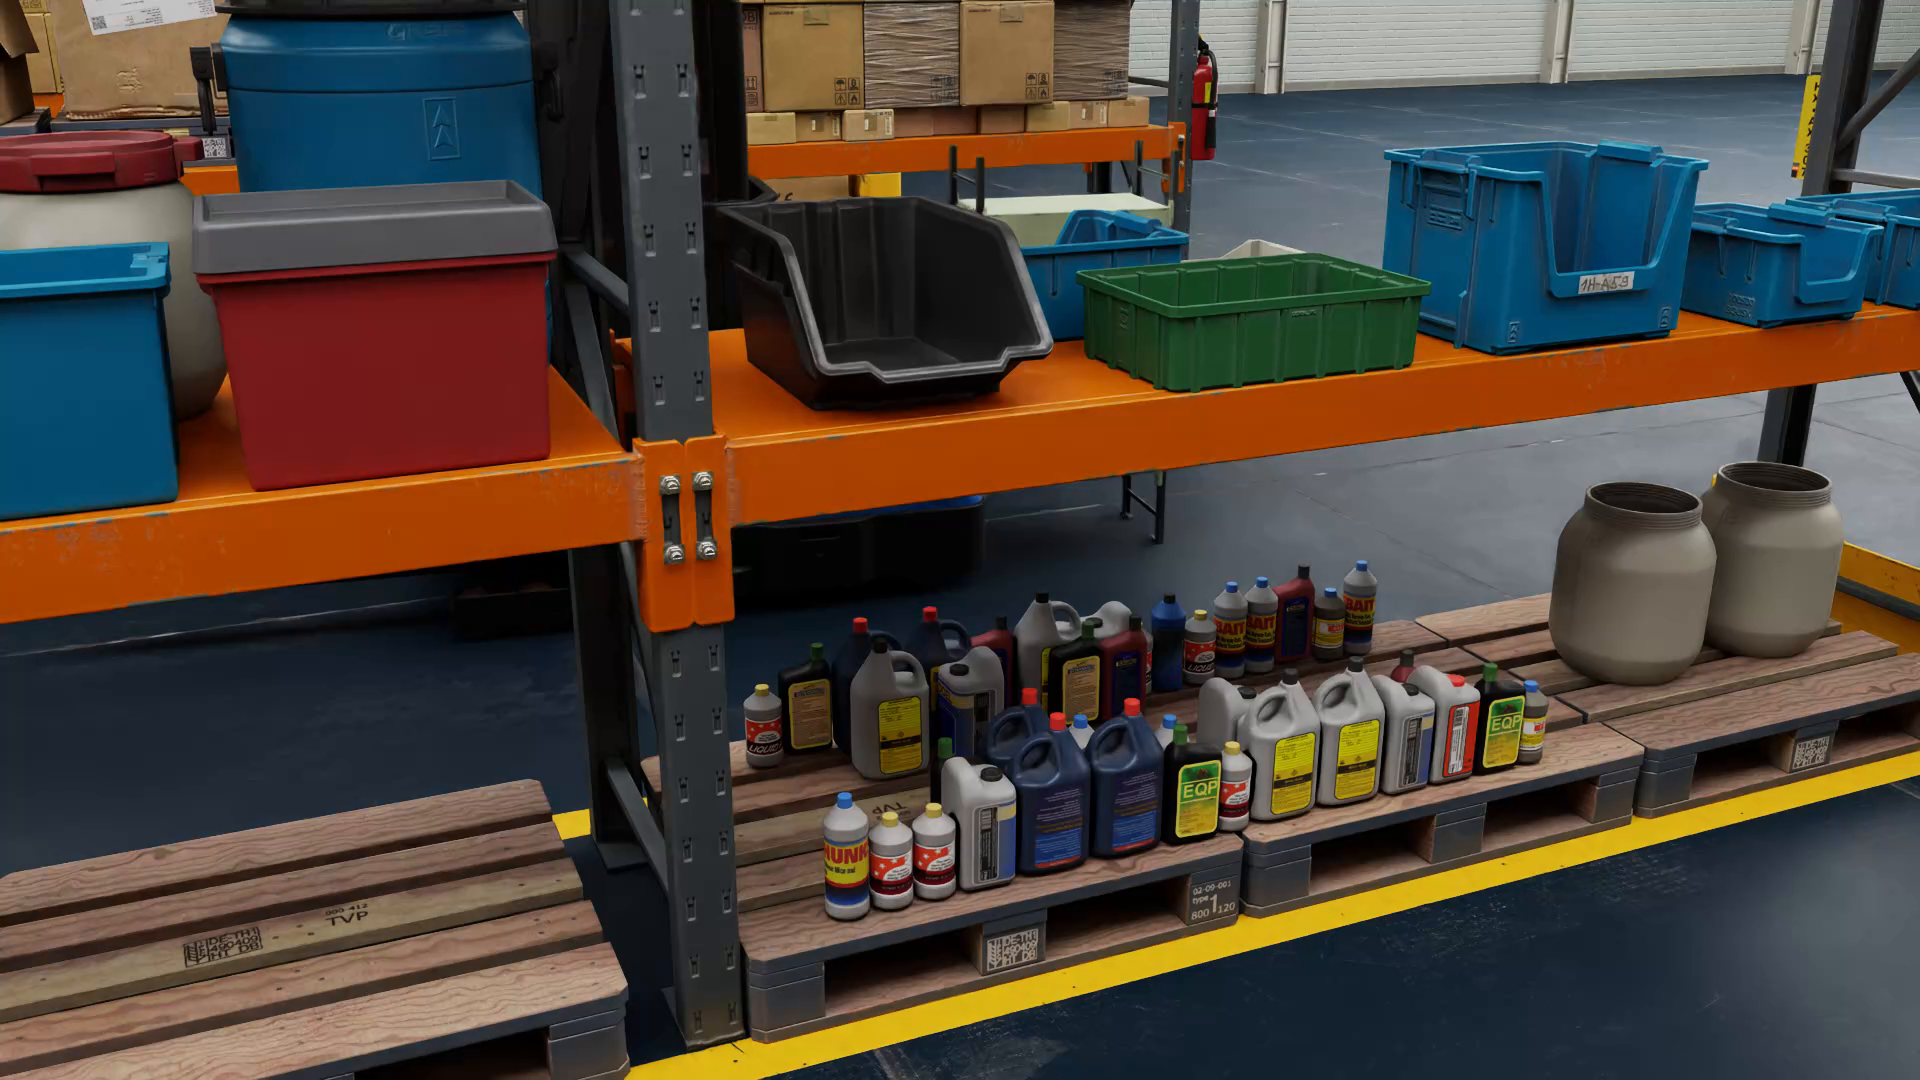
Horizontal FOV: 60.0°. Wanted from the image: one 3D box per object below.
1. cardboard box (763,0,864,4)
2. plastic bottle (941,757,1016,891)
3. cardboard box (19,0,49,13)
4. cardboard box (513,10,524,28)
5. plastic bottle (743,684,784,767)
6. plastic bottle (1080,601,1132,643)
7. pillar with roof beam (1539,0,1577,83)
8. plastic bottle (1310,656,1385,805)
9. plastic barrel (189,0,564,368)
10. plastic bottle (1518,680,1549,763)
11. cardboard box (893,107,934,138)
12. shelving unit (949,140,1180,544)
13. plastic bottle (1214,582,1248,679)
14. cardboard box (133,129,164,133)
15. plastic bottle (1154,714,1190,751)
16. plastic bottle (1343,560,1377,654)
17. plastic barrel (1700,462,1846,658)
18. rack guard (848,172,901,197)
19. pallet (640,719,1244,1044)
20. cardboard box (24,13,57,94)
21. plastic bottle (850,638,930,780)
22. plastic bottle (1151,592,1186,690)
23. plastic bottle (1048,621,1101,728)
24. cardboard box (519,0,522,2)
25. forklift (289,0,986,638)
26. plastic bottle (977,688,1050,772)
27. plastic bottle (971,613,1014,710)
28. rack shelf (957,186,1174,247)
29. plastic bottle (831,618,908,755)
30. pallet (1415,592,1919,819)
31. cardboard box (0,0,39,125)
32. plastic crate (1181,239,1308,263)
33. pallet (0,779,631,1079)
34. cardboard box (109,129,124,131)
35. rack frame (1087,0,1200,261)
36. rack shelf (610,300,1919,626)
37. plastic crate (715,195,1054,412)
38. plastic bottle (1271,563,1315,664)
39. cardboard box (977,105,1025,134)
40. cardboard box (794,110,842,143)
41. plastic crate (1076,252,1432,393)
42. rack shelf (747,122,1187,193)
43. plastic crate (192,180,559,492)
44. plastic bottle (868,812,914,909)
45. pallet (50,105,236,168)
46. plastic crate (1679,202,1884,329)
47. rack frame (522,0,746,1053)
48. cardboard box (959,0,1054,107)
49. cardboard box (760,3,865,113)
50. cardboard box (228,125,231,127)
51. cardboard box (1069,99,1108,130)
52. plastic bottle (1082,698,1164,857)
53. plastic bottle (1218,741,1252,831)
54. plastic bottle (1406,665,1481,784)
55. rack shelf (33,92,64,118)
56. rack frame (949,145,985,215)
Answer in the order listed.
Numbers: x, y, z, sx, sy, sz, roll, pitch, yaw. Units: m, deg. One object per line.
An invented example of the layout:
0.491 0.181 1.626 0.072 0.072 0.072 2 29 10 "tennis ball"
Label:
-0.785 -2.856 8.013 0.500 0.500 0.500 -8 21 -22 "cardboard box"
0.042 0.614 3.699 0.135 0.276 0.152 -7 21 -20 "plastic bottle"
-6.397 -3.791 11.116 0.500 0.500 0.700 -8 21 -22 "cardboard box"
-2.234 -2.242 7.774 0.500 0.500 0.875 -8 21 -22 "cardboard box"
-0.500 0.466 4.233 0.097 0.201 0.097 0 19 0 "plastic bottle"
0.391 0.313 4.555 0.135 0.276 0.152 -8 21 -21 "plastic bottle"
12.343 -11.144 24.622 0.400 9.000 9.100 -8 21 -22 "pillar with roof beam"
0.930 0.453 4.044 0.185 0.351 0.144 -7 21 -20 "plastic bottle"
-1.185 -0.782 3.471 0.708 0.901 0.600 -8 21 -22 "plastic barrel"
1.450 0.458 4.256 0.097 0.201 0.097 0 19 0 "plastic bottle"
-0.320 -2.152 8.496 0.250 0.149 0.380 -8 21 -22 "cardboard box"
0.376 -0.724 6.319 0.755 1.500 0.431 -5 20 -14 "shelving unit"
0.768 0.251 4.738 0.097 0.271 0.097 0 19 0 "plastic bottle"
-5.965 -2.442 11.696 0.750 0.750 1.050 -8 21 -22 "cardboard box"
0.489 0.540 3.916 0.097 0.271 0.097 0 19 0 "plastic bottle"
1.175 0.193 4.903 0.097 0.271 0.097 0 19 0 "plastic bottle"
2.389 0.055 4.962 0.421 0.512 0.421 0 19 0 "plastic barrel"
-0.849 -2.890 13.978 0.348 0.500 1.175 -8 21 -22 "rack guard"
-0.077 0.736 4.114 1.213 0.211 1.003 -8 21 -22 "pallet"
-6.310 -3.236 11.047 0.500 0.500 0.500 -8 21 -22 "cardboard box"
-0.176 0.410 4.168 0.185 0.351 0.144 -8 21 -22 "plastic bottle"
0.582 0.278 4.662 0.097 0.271 0.097 0 19 0 "plastic bottle"
0.304 0.358 4.418 0.133 0.283 0.061 -8 21 -22 "plastic bottle"
-2.158 -2.655 7.442 0.500 0.500 0.500 -8 21 -22 "cardboard box"
-1.482 -1.247 5.652 3.031 2.935 1.130 -5 20 -14 "forklift"
0.139 0.515 3.870 0.185 0.351 0.144 -8 21 -22 "plastic bottle"
0.077 0.338 4.473 0.133 0.283 0.061 -7 20 -18 "plastic bottle"
0.376 -1.092 6.189 0.720 0.370 0.431 -5 20 -14 "rack shelf"
-0.233 0.366 4.293 0.185 0.351 0.144 -9 21 -23 "plastic bottle"
2.164 0.415 5.026 1.213 0.211 1.003 -8 21 -22 "pallet"
-4.227 -2.005 6.911 0.637 0.503 0.797 -6 20 -16 "cardboard box"
0.681 -0.670 4.306 0.437 0.136 0.530 -8 21 -22 "plastic crate"
-1.416 0.927 3.572 1.213 0.211 1.003 -8 21 -22 "pallet"
-8.374 -3.737 15.945 0.625 0.372 0.950 -7 21 -20 "cardboard box"
1.001 -2.540 9.220 0.127 3.000 1.000 -8 21 -22 "rack frame"
1.127 -0.428 4.303 4.000 0.370 1.077 -8 21 -22 "rack shelf"
-0.179 -0.505 3.532 0.504 0.338 0.767 -8 21 -22 "plastic crate"
0.960 0.211 4.832 0.133 0.283 0.061 -8 21 -21 "plastic bottle"
0.147 -2.212 8.666 0.250 0.149 0.380 -8 21 -22 "cardboard box"
-0.772 -2.080 8.292 0.250 0.149 0.380 -8 21 -22 "cardboard box"
0.648 -0.496 3.734 0.662 0.188 0.450 -8 21 -22 "plastic crate"
-0.835 -1.938 8.593 4.000 0.370 1.077 -8 21 -22 "rack shelf"
-1.033 -0.377 2.980 0.583 0.464 0.402 -8 21 -22 "plastic crate"
-0.150 0.687 3.605 0.097 0.201 0.097 0 19 0 "plastic bottle"
-3.431 -1.867 7.598 1.213 0.211 1.003 -8 21 -22 "pallet"
2.023 -0.719 4.271 0.408 0.251 0.499 -8 21 -22 "plastic crate"
-0.710 -0.504 3.436 0.127 3.000 1.000 -8 21 -22 "rack frame"
0.074 -2.561 8.682 0.500 0.500 0.875 -8 21 -22 "cardboard box"
-0.866 -2.447 8.356 0.500 0.500 0.875 -8 21 -22 "cardboard box"
-7.078 -3.925 16.477 0.625 0.372 0.950 -8 21 -21 "cardboard box"
0.591 -2.289 8.884 0.250 0.149 0.380 -8 21 -22 "cardboard box"
0.369 0.534 3.816 0.185 0.351 0.144 -9 21 -24 "plastic bottle"
0.638 0.574 3.926 0.097 0.201 0.097 0 19 0 "plastic bottle"
1.208 0.447 4.174 0.135 0.276 0.152 -8 21 -22 "plastic bottle"
-6.380 -2.938 11.432 4.000 0.370 1.077 -8 21 -22 "rack shelf"
0.023 -0.691 6.227 0.023 1.500 0.400 -5 20 -14 "rack frame"
